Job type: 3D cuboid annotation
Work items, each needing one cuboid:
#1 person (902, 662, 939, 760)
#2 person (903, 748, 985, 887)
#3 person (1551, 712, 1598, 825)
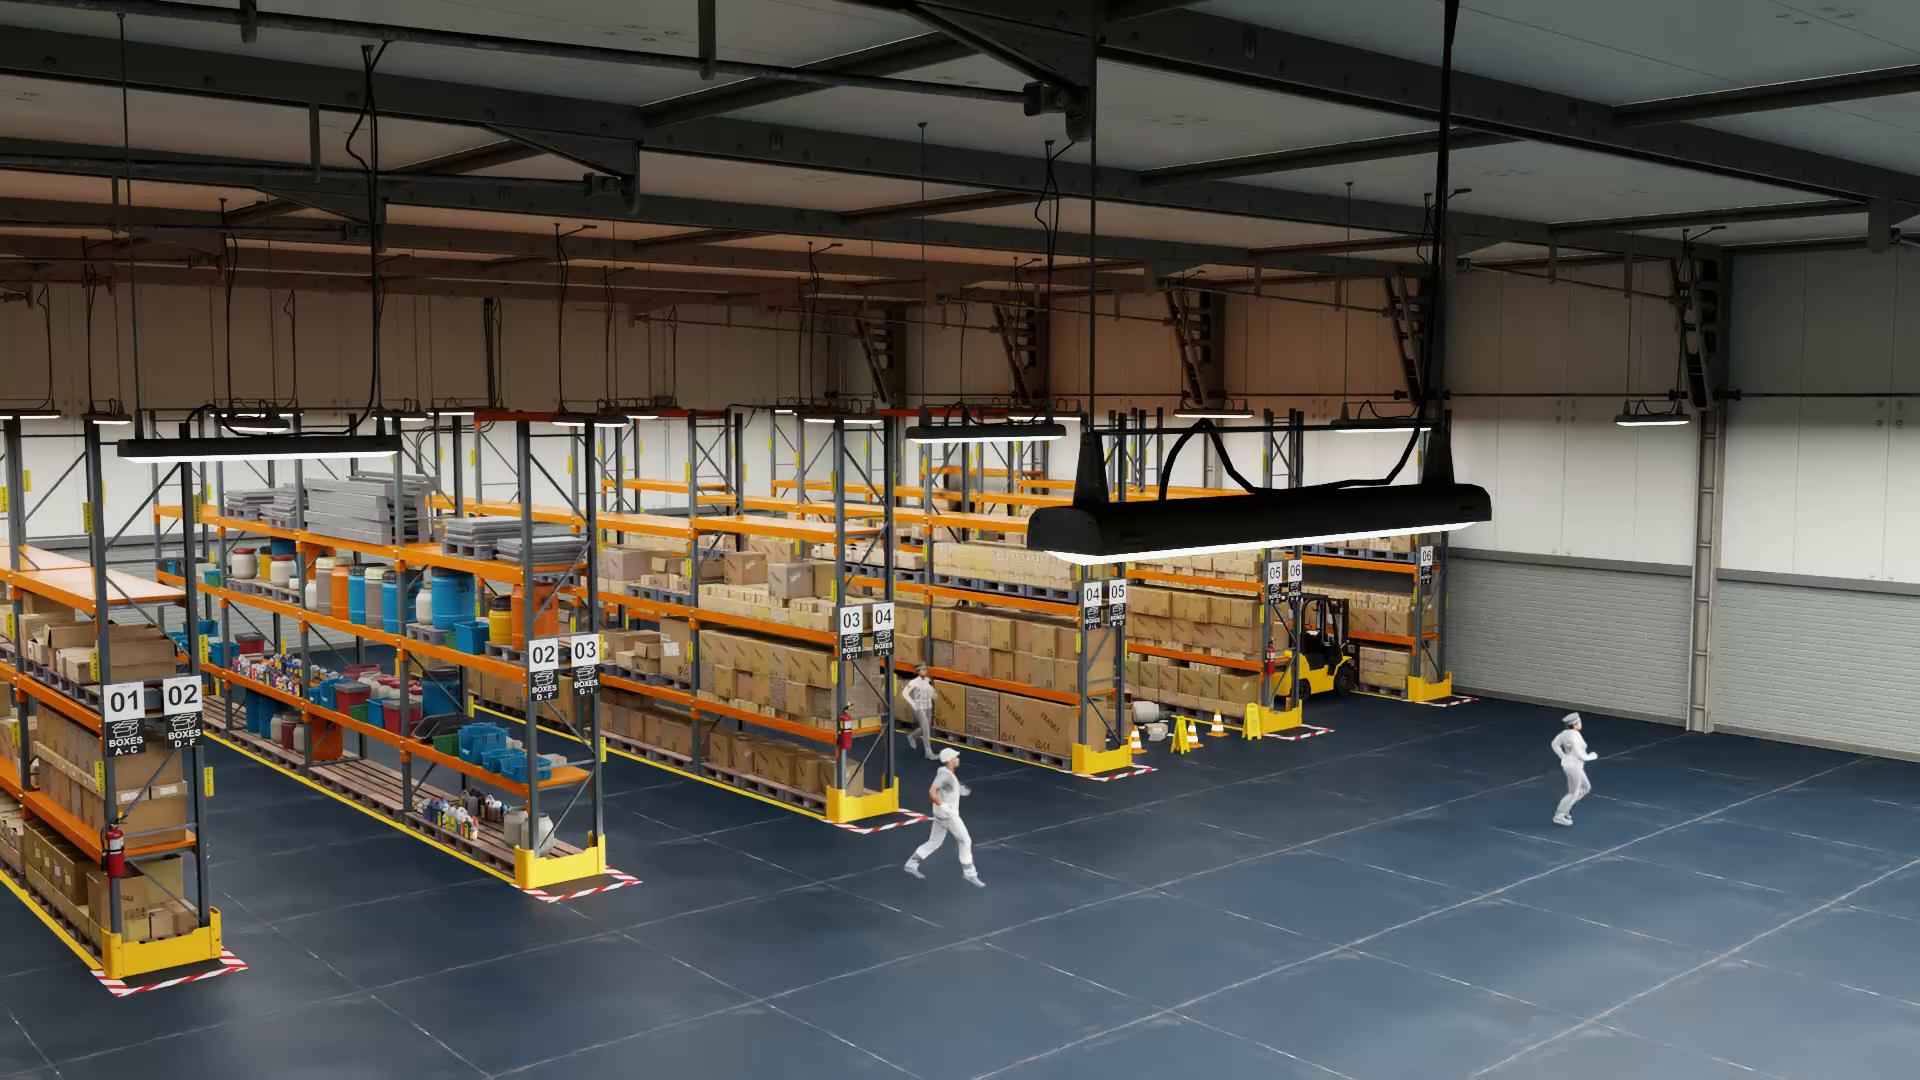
[{"bbox_3d":[-0.664,2.943,28.974,0.624,1.669,0.856,-5,7,-44],"label":"person"},{"bbox_3d":[-0.223,3.574,21.378,1.048,1.827,0.621,-1,5,-16],"label":"person"},{"bbox_3d":[9.032,3.343,24.411,0.619,1.659,0.590,0,5,3],"label":"person"}]
